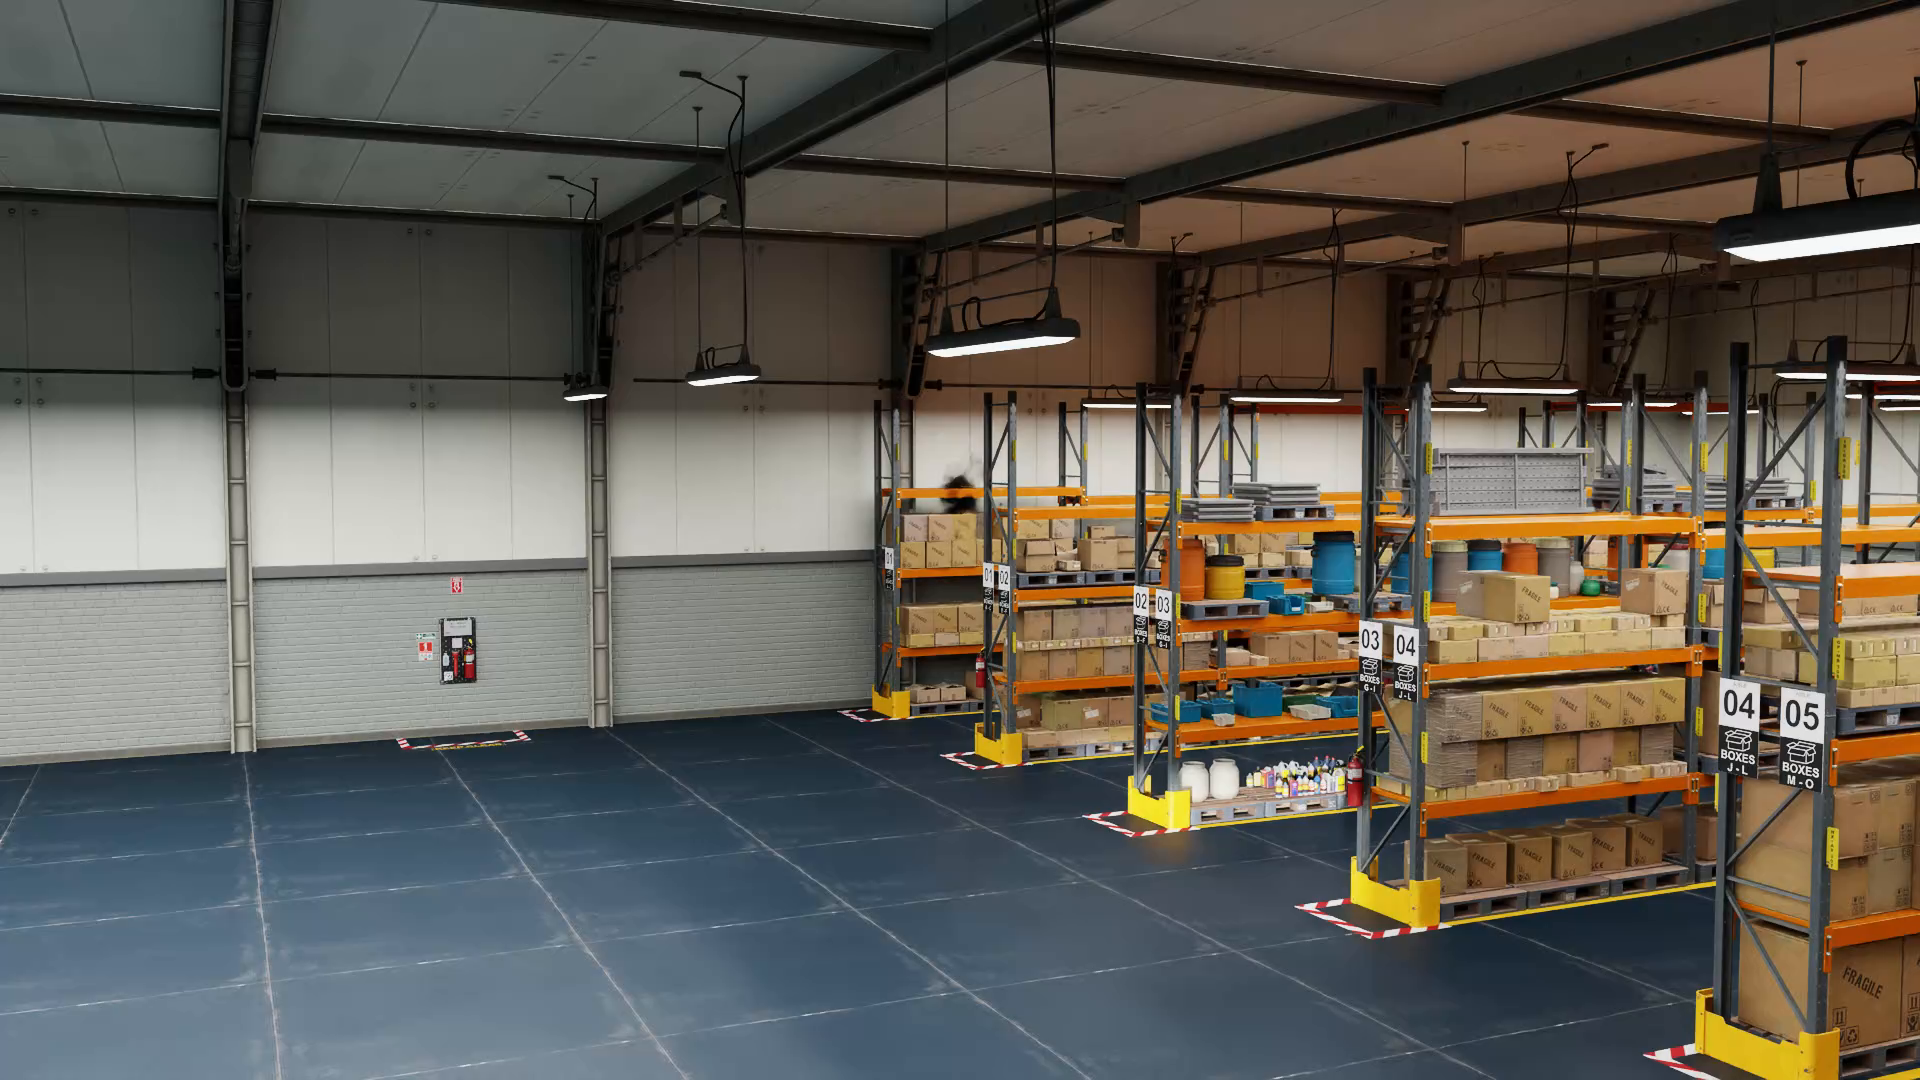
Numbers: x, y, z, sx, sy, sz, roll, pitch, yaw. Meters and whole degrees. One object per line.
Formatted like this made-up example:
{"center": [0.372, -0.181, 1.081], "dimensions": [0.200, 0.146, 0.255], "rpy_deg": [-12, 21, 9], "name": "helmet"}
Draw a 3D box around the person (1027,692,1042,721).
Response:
{"center": [1.217, 2.566, 29.271], "dimensions": [0.650, 1.743, 0.646], "rpy_deg": [-2, 4, -29], "name": "person"}
